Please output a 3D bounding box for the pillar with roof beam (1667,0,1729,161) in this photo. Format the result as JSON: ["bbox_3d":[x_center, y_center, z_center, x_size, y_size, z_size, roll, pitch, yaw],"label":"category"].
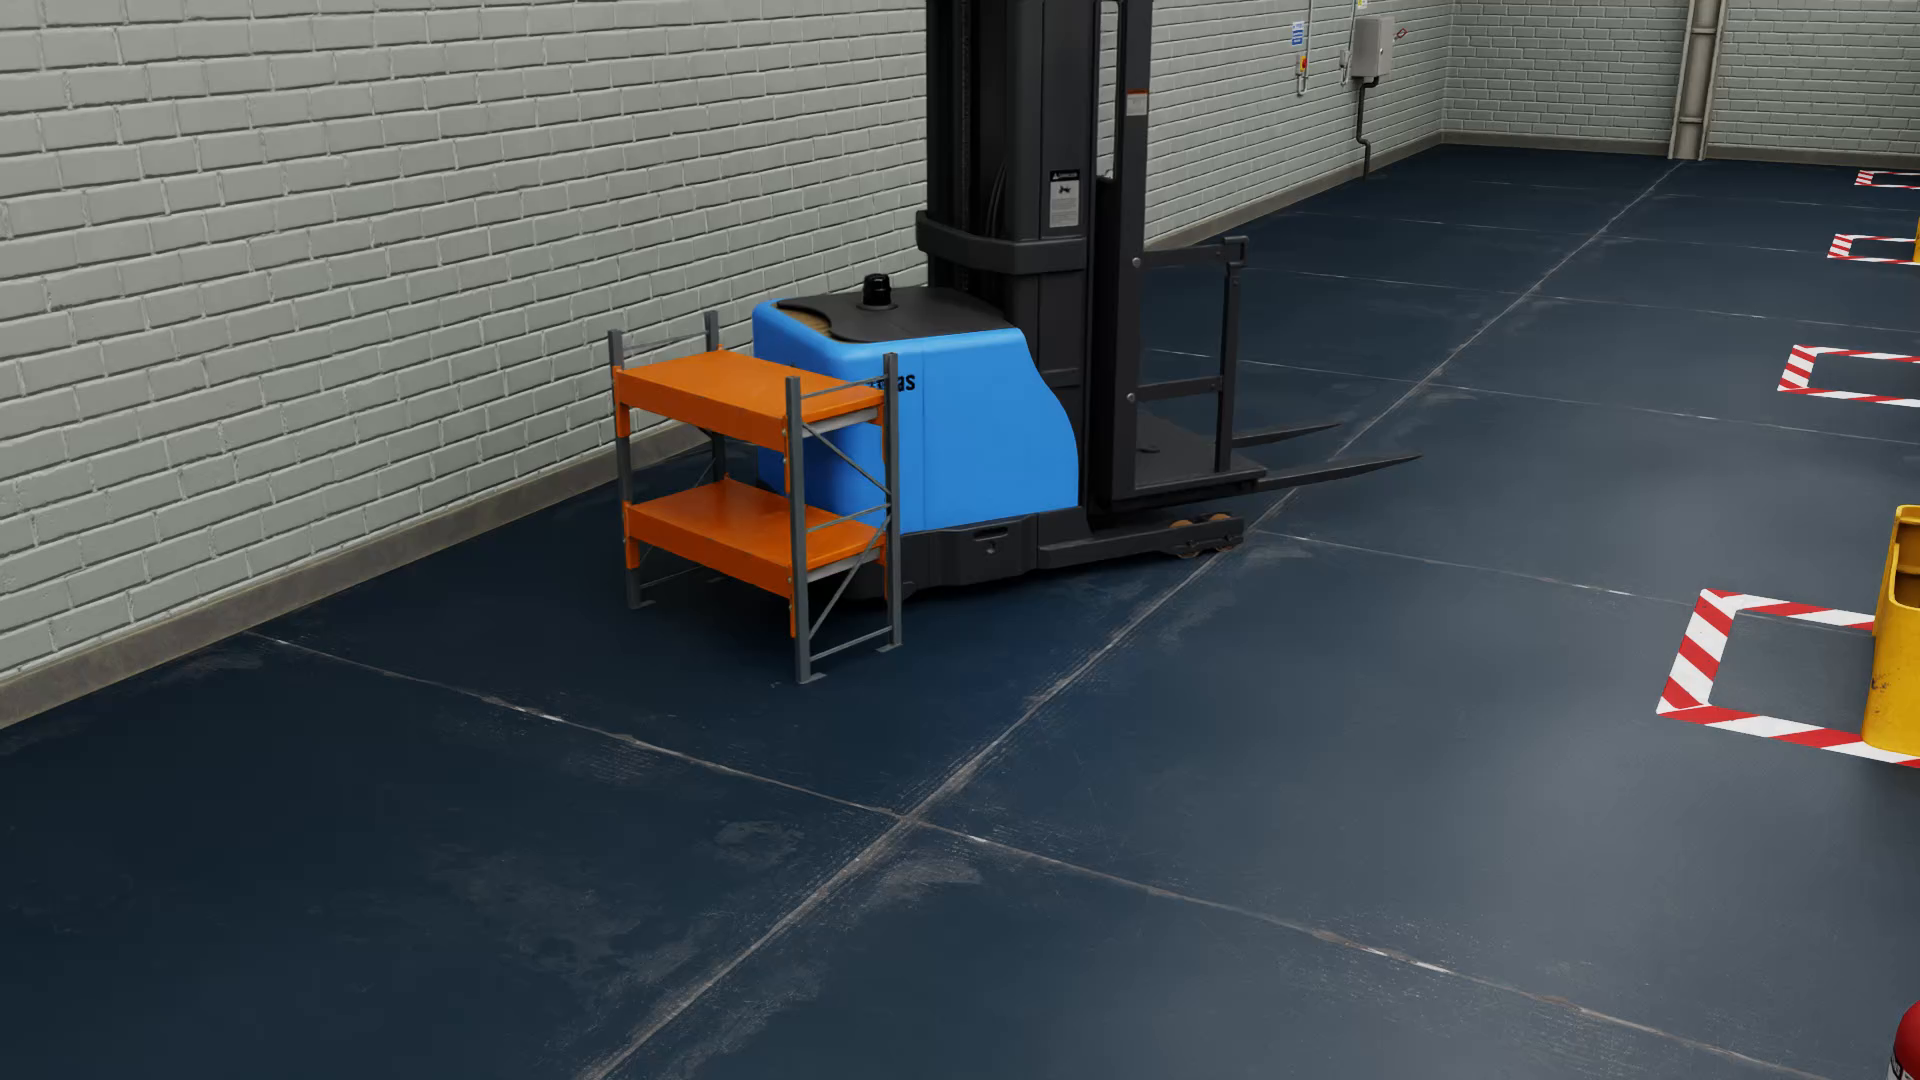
[{"bbox_3d":[6.668,-7.557,15.002,0.400,9.000,9.100,11,23,27],"label":"pillar with roof beam"}]

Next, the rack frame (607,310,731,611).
[{"bbox_3d":[-1.138,-0.314,6.582,0.032,1.125,0.500,18,27,41],"label":"rack frame"}]

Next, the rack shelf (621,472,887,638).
[{"bbox_3d":[-0.771,0.035,6.335,1.000,0.278,0.538,18,27,41],"label":"rack shelf"}]

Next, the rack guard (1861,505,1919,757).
[{"bbox_3d":[3.410,0.298,5.811,0.348,0.500,1.175,11,23,27],"label":"rack guard"}]

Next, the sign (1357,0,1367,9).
[{"bbox_3d":[4.274,-5.761,17.638,0.001,0.242,0.339,11,23,27],"label":"sign"}]

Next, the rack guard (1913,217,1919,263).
[{"bbox_3d":[8.243,-2.652,13.944,0.348,0.500,1.175,11,23,27],"label":"rack guard"}]

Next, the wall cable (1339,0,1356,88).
[{"bbox_3d":[4.011,-5.656,17.069,0.122,1.984,0.588,11,23,27],"label":"wall cable"}]

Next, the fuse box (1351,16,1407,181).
[{"bbox_3d":[4.482,-4.750,17.949,0.414,1.711,0.539,11,23,27],"label":"fuse box"}]

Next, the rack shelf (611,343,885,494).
[{"bbox_3d":[-0.771,-0.470,6.152,1.000,0.278,0.538,18,27,41],"label":"rack shelf"}]

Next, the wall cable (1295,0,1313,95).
[{"bbox_3d":[3.330,-5.246,15.894,0.123,1.953,0.585,11,23,27],"label":"wall cable"}]

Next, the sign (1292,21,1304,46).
[{"bbox_3d":[3.253,-4.877,16.015,0.001,0.218,0.327,11,23,27],"label":"sign"}]

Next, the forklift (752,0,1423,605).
[{"bbox_3d":[0.671,-1.447,7.057,3.031,2.935,1.130,-9,22,-24],"label":"forklift"}]

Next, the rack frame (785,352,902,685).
[{"bbox_3d":[-0.403,-0.075,5.921,0.032,1.125,0.500,18,27,41],"label":"rack frame"}]

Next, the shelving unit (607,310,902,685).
[{"bbox_3d":[-0.771,-0.195,6.252,1.048,1.125,0.538,18,27,41],"label":"shelving unit"}]

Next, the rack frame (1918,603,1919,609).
[{"bbox_3d":[3.431,-0.873,5.373,0.127,3.000,1.000,11,23,27],"label":"rack frame"}]
